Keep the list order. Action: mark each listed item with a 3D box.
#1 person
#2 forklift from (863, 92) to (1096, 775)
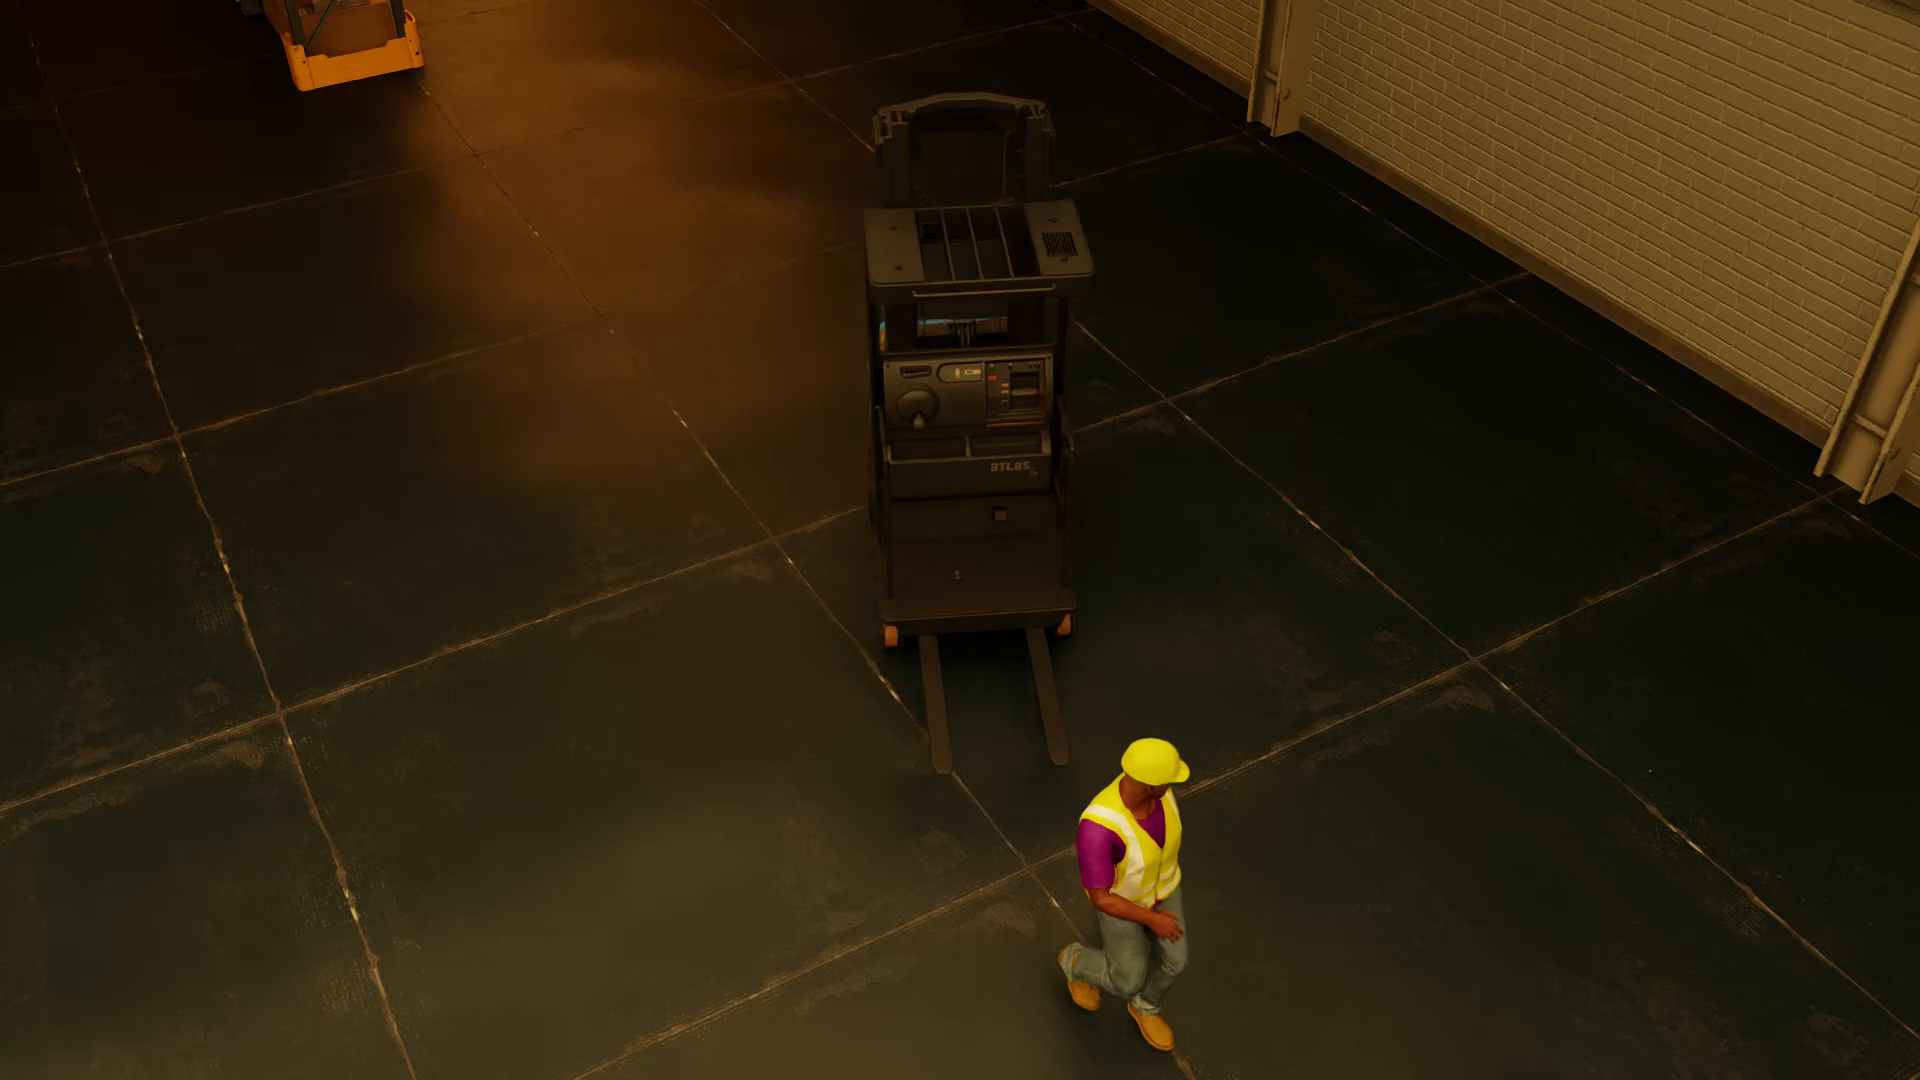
[{"bbox_3d":[0.795,1.500,7.190,0.729,1.709,0.625,-25,46,-27],"label":"person"},{"bbox_3d":[0.072,-0.738,8.926,1.130,2.935,3.031,-4,40,-4],"label":"forklift"}]
